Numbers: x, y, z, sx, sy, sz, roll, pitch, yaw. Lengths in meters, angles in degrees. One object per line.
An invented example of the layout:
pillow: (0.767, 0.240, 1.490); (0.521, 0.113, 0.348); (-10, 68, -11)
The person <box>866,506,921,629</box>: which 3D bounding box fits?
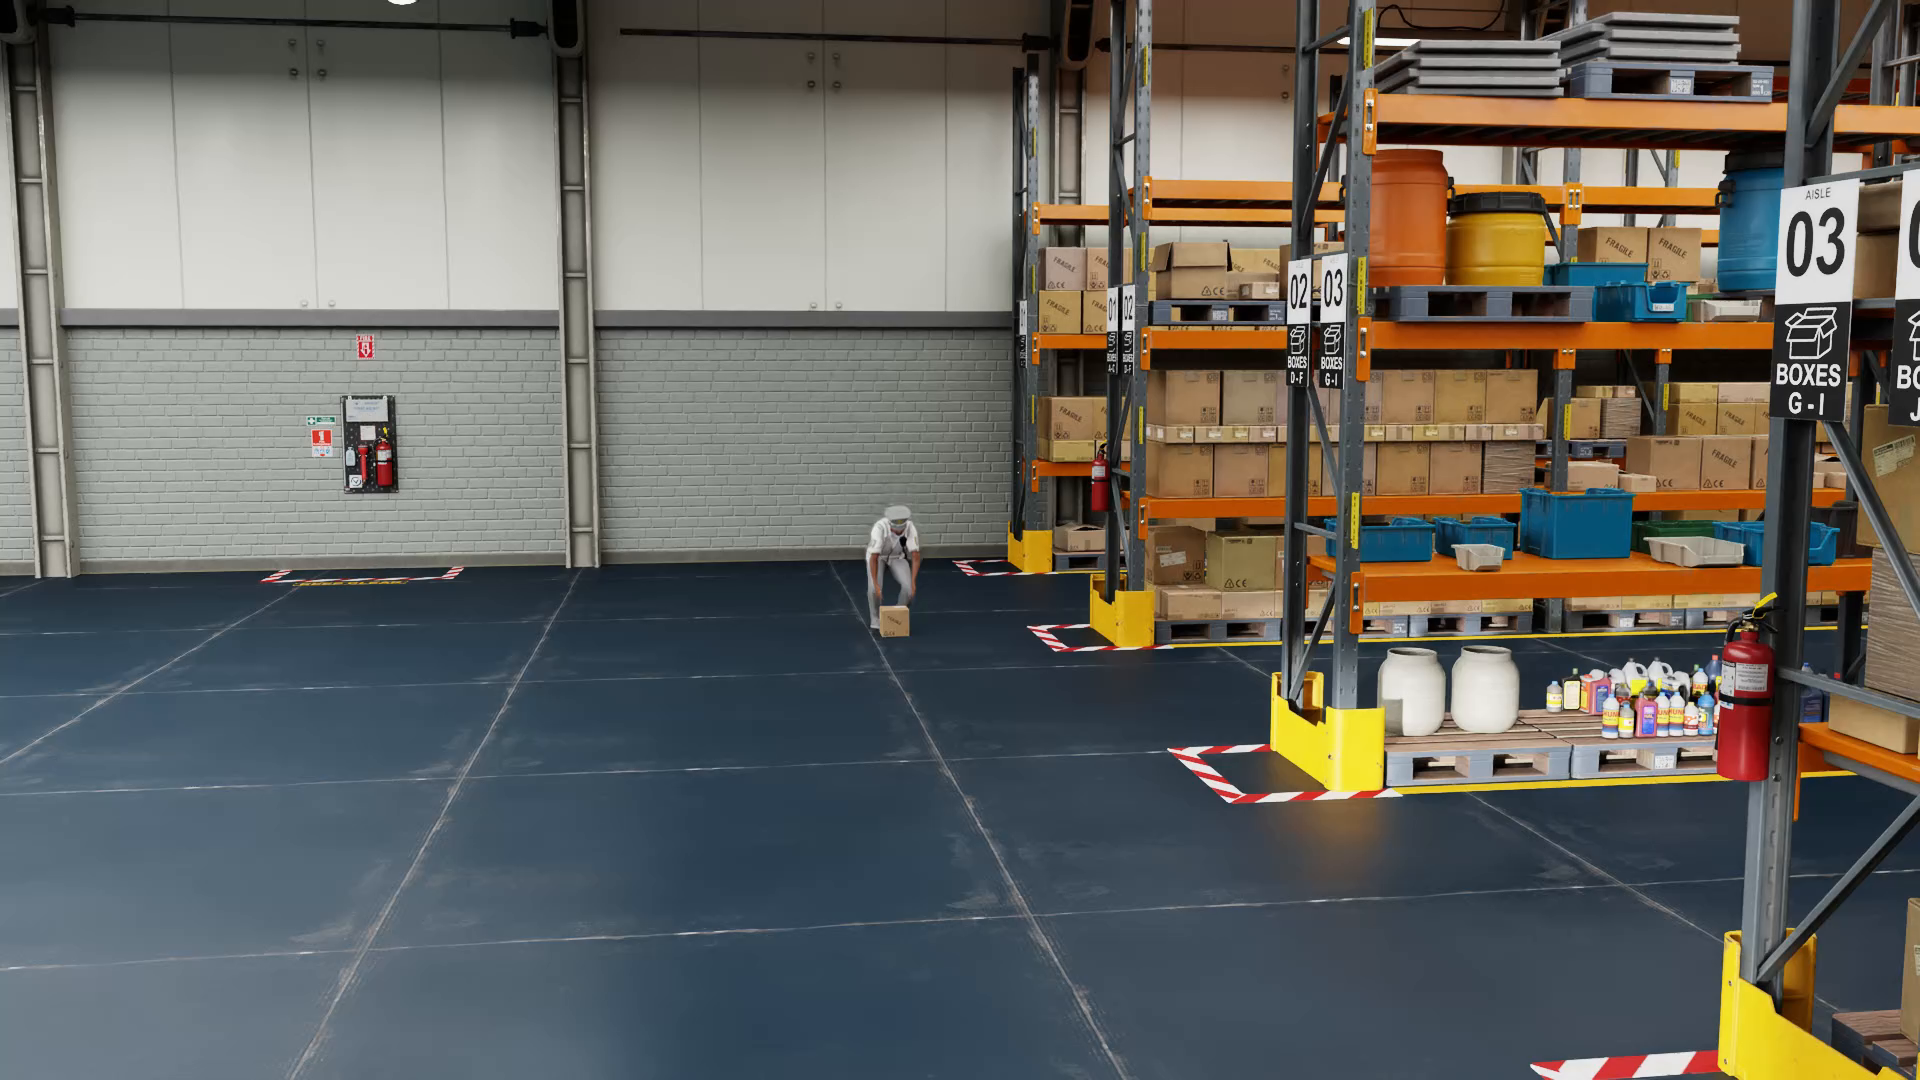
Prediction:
person: (-0.633, 0.248, 15.788); (0.496, 1.189, 0.803); (-1, 7, -9)
